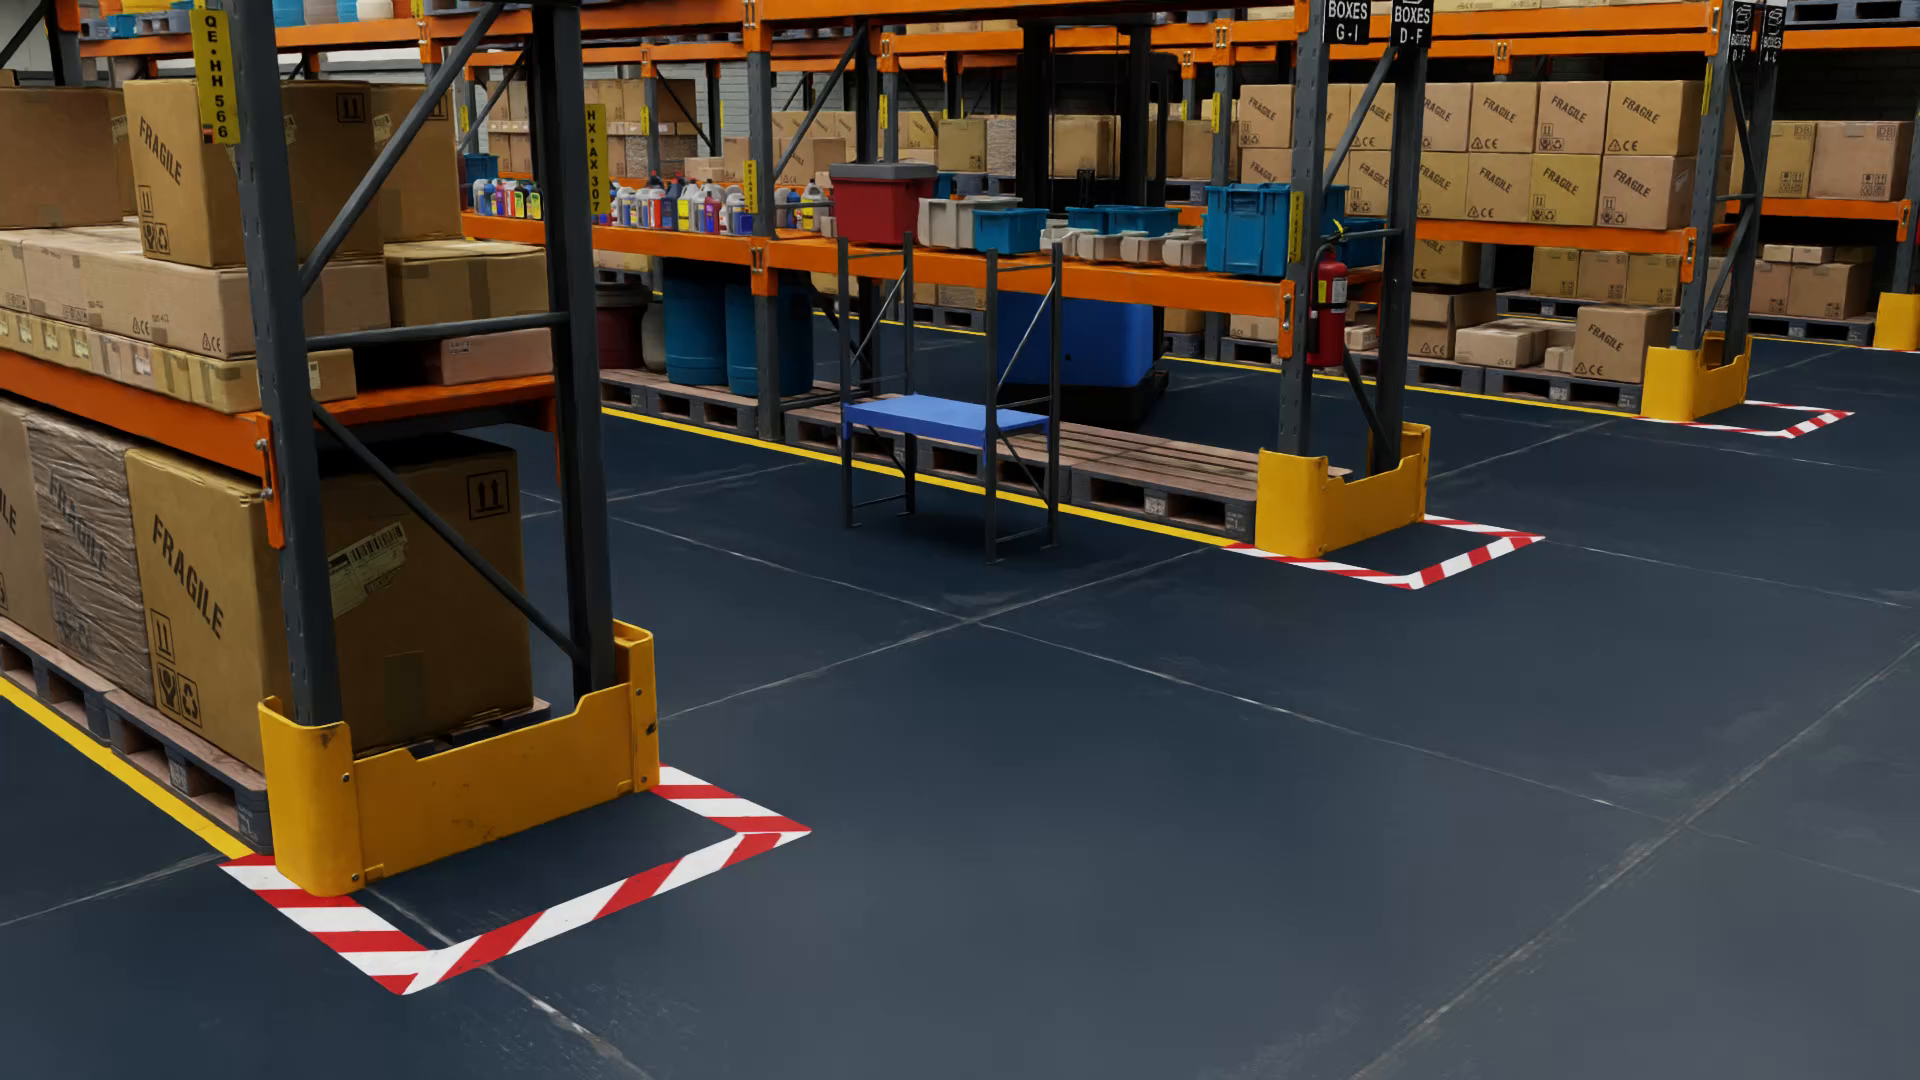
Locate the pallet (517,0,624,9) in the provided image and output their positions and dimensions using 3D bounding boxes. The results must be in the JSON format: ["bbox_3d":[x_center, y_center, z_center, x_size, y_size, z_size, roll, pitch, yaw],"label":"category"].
[{"bbox_3d":[-2.386,-3.868,11.753,1.213,0.211,1.003,14,20,42],"label":"pallet"}]

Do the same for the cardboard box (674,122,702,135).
[{"bbox_3d":[-3.313,-4.933,19.932,0.250,0.149,0.380,14,20,42],"label":"cardboard box"}]

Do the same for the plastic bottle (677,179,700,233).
[{"bbox_3d":[-1.825,-2.268,11.285,0.185,0.351,0.144,14,20,42],"label":"plastic bottle"}]

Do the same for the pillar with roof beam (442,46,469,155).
[{"bbox_3d":[-13.220,-10.345,30.288,0.400,9.000,9.100,14,20,42],"label":"pillar with roof beam"}]

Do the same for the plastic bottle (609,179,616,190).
[{"bbox_3d":[-2.609,-2.512,12.221,0.185,0.351,0.144,14,20,42],"label":"plastic bottle"}]

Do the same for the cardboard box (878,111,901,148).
[{"bbox_3d":[-1.092,-5.892,23.865,0.500,0.500,0.500,13,19,41],"label":"cardboard box"}]

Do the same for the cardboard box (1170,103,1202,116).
[{"bbox_3d":[2.792,-5.319,20.538,0.250,0.149,0.380,11,18,35],"label":"cardboard box"}]

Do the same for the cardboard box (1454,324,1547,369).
[{"bbox_3d":[4.159,-1.493,12.794,0.500,0.250,0.500,14,20,42],"label":"cardboard box"}]

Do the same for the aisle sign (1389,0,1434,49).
[{"bbox_3d":[2.202,-2.790,8.033,0.004,0.787,0.394,14,20,42],"label":"aisle sign"}]

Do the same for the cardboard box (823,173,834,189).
[{"bbox_3d":[-1.214,-3.774,17.467,0.250,0.149,0.380,14,20,42],"label":"cardboard box"}]

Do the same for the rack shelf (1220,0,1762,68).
[{"bbox_3d":[3.945,-3.842,12.706,4.000,0.370,1.077,14,20,42],"label":"rack shelf"}]

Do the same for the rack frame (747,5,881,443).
[{"bbox_3d":[-0.936,-2.190,10.889,0.127,3.000,1.000,14,20,42],"label":"rack frame"}]

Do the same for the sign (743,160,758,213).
[{"bbox_3d":[-1.319,-2.225,10.472,0.005,0.325,0.100,14,20,42],"label":"sign"}]

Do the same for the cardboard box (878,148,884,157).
[{"bbox_3d":[-1.095,-5.528,23.955,0.500,0.250,0.500,14,20,42],"label":"cardboard box"}]

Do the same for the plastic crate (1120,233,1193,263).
[{"bbox_3d":[1.032,-1.555,8.855,0.243,0.136,0.396,14,20,42],"label":"plastic crate"}]

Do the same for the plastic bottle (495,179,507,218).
[{"bbox_3d":[-3.523,-2.634,12.822,0.133,0.283,0.061,14,20,42],"label":"plastic bottle"}]

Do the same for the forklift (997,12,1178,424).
[{"bbox_3d":[1.002,-2.534,12.342,1.130,2.935,3.031,3,15,12],"label":"forklift"}]

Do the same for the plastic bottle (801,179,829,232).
[{"bbox_3d":[-0.993,-2.294,11.385,0.185,0.351,0.144,14,20,42],"label":"plastic bottle"}]

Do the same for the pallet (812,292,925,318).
[{"bbox_3d":[-0.940,-2.591,17.956,1.213,0.211,1.003,14,20,42],"label":"pallet"}]

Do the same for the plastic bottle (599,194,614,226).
[{"bbox_3d":[-2.532,-2.393,11.897,0.133,0.283,0.061,14,20,42],"label":"plastic bottle"}]

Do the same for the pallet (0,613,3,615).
[{"bbox_3d":[-3.880,0.205,7.225,1.213,0.211,1.003,14,20,42],"label":"pallet"}]

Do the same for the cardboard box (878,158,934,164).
[{"bbox_3d":[-0.606,-3.817,17.310,0.500,0.311,0.500,-13,19,-41],"label":"cardboard box"}]

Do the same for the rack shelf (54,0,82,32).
[{"bbox_3d":[-2.934,-2.045,5.808,4.000,0.370,1.077,14,20,42],"label":"rack shelf"}]

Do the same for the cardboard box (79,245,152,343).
[{"bbox_3d":[-2.392,-0.788,5.215,0.500,0.250,0.500,13,20,41],"label":"cardboard box"}]

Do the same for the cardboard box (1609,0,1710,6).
[{"bbox_3d":[4.832,-3.810,11.453,0.500,0.250,0.500,14,20,42],"label":"cardboard box"}]

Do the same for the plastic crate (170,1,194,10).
[{"bbox_3d":[-7.992,-5.455,17.502,0.575,0.384,0.392,14,20,42],"label":"plastic crate"}]

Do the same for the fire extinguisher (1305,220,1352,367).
[{"bbox_3d":[1.737,-1.163,7.841,0.183,0.674,0.296,14,20,42],"label":"fire extinguisher"}]

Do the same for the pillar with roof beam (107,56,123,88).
[{"bbox_3d":[-26.178,-13.495,42.378,0.400,9.000,9.100,14,20,42],"label":"pillar with roof beam"}]

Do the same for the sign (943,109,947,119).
[{"bbox_3d":[-0.189,-5.708,22.672,0.005,0.325,0.100,14,20,42],"label":"sign"}]

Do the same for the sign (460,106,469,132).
[{"bbox_3d":[-6.523,-5.546,21.896,0.005,0.325,0.100,14,20,42],"label":"sign"}]

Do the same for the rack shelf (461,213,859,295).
[{"bbox_3d":[-2.375,-2.192,12.323,4.000,0.370,1.077,14,20,42],"label":"rack shelf"}]

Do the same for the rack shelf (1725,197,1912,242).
[{"bbox_3d":[7.381,-3.290,16.538,4.000,0.370,1.077,14,20,42],"label":"rack shelf"}]

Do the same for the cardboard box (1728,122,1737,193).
[{"bbox_3d":[7.372,-3.781,16.401,0.700,0.700,0.980,12,19,40],"label":"cardboard box"}]

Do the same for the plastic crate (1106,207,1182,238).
[{"bbox_3d":[1.047,-1.772,9.496,0.300,0.233,0.416,14,20,42],"label":"plastic crate"}]

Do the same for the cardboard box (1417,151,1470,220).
[{"bbox_3d":[3.779,-2.733,12.773,0.500,0.500,0.500,13,20,41],"label":"cardboard box"}]

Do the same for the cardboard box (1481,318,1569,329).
[{"bbox_3d":[4.470,-1.593,13.176,0.500,0.250,0.500,14,20,42],"label":"cardboard box"}]

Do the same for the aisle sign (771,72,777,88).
[{"bbox_3d":[-2.958,-7.305,25.362,0.004,0.787,0.394,14,20,42],"label":"aisle sign"}]

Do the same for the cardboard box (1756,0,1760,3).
[{"bbox_3d":[7.355,-5.180,15.681,0.500,0.250,0.500,13,19,41],"label":"cardboard box"}]

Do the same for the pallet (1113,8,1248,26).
[{"bbox_3d":[2.084,-4.576,14.470,1.003,0.211,1.213,14,20,42],"label":"pallet"}]

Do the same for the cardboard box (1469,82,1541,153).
[{"bbox_3d":[4.133,-3.127,12.303,0.500,0.500,0.500,-14,20,-43],"label":"cardboard box"}]

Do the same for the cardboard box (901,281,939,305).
[{"bbox_3d":[-0.245,-2.661,16.779,0.500,0.500,0.500,-13,20,-42],"label":"cardboard box"}]

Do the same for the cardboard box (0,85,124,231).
[{"bbox_3d":[-3.479,-1.418,6.144,0.500,0.500,0.500,13,19,40],"label":"cardboard box"}]

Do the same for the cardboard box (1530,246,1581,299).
[{"bbox_3d":[6.408,-2.833,17.479,0.500,0.500,0.700,14,20,43],"label":"cardboard box"}]

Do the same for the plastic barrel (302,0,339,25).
[{"bbox_3d":[-5.707,-5.120,15.191,0.600,0.901,0.600,0,15,0],"label":"plastic barrel"}]

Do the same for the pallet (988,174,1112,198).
[{"bbox_3d":[1.029,-3.356,15.745,1.213,0.211,1.003,14,20,42],"label":"pallet"}]

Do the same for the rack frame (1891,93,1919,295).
[{"bbox_3d":[8.820,-3.288,15.104,0.127,3.000,1.000,14,20,42],"label":"rack frame"}]

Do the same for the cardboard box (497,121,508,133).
[{"bbox_3d":[-5.808,-5.398,21.714,0.250,0.149,0.380,13,19,41],"label":"cardboard box"}]

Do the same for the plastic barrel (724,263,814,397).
[{"bbox_3d":[-1.316,-1.476,11.478,0.708,0.901,0.600,14,20,42],"label":"plastic barrel"}]

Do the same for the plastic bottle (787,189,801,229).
[{"bbox_3d":[-1.165,-2.327,11.669,0.097,0.271,0.097,0,15,0],"label":"plastic bottle"}]

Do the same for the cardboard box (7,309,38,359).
[{"bbox_3d":[-3.079,-0.740,5.821,0.380,0.149,0.250,-14,20,-43],"label":"cardboard box"}]

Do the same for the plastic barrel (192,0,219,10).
[{"bbox_3d":[-7.337,-5.681,16.511,0.708,0.901,0.600,14,20,42],"label":"plastic barrel"}]

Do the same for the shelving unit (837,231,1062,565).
[{"bbox_3d":[-0.061,-0.741,8.300,1.048,1.500,0.538,14,20,42],"label":"shelving unit"}]

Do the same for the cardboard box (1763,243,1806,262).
[{"bbox_3d":[7.844,-2.734,15.815,0.380,0.149,0.250,-14,20,-43],"label":"cardboard box"}]

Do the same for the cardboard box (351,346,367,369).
[{"bbox_3d":[-1.891,-0.681,5.595,0.250,0.149,0.380,13,19,41],"label":"cardboard box"}]
